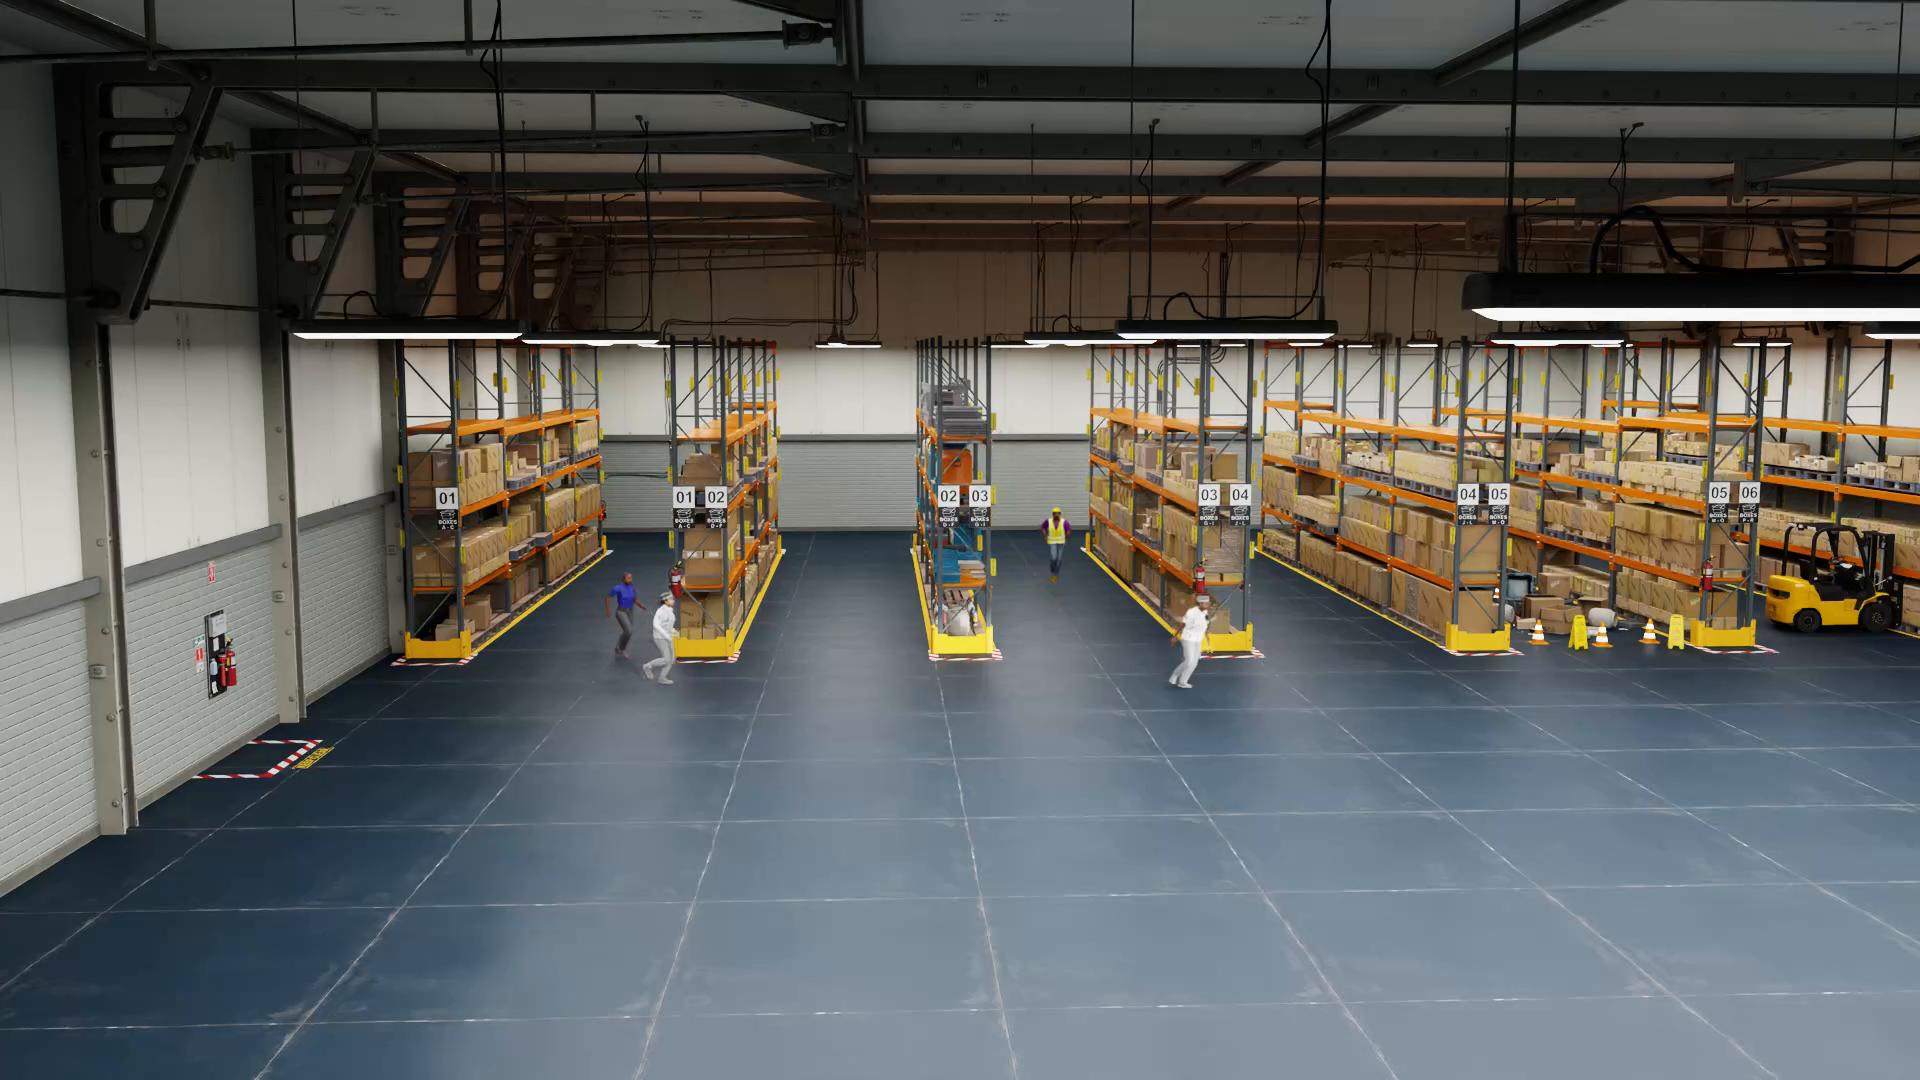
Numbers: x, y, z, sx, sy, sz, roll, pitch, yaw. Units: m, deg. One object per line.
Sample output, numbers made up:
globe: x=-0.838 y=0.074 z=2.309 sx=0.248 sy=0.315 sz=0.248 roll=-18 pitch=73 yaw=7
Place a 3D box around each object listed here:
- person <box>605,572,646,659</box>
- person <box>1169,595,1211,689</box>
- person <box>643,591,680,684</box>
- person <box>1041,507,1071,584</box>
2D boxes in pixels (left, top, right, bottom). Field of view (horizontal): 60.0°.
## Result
person: x=-6.225 y=1.406 z=30.987 sx=0.763 sy=1.633 sz=0.570 roll=5 pitch=8 yaw=37
person: x=3.919 y=1.728 z=28.232 sx=0.625 sy=1.615 sz=0.580 roll=-5 pitch=8 yaw=-37
person: x=-5.175 y=1.675 z=28.659 sx=0.588 sy=1.627 sz=0.615 roll=2 pitch=7 yaw=14
person: x=2.279 y=0.131 z=39.244 sx=0.684 sy=1.813 sz=0.688 roll=0 pitch=7 yaw=-4
